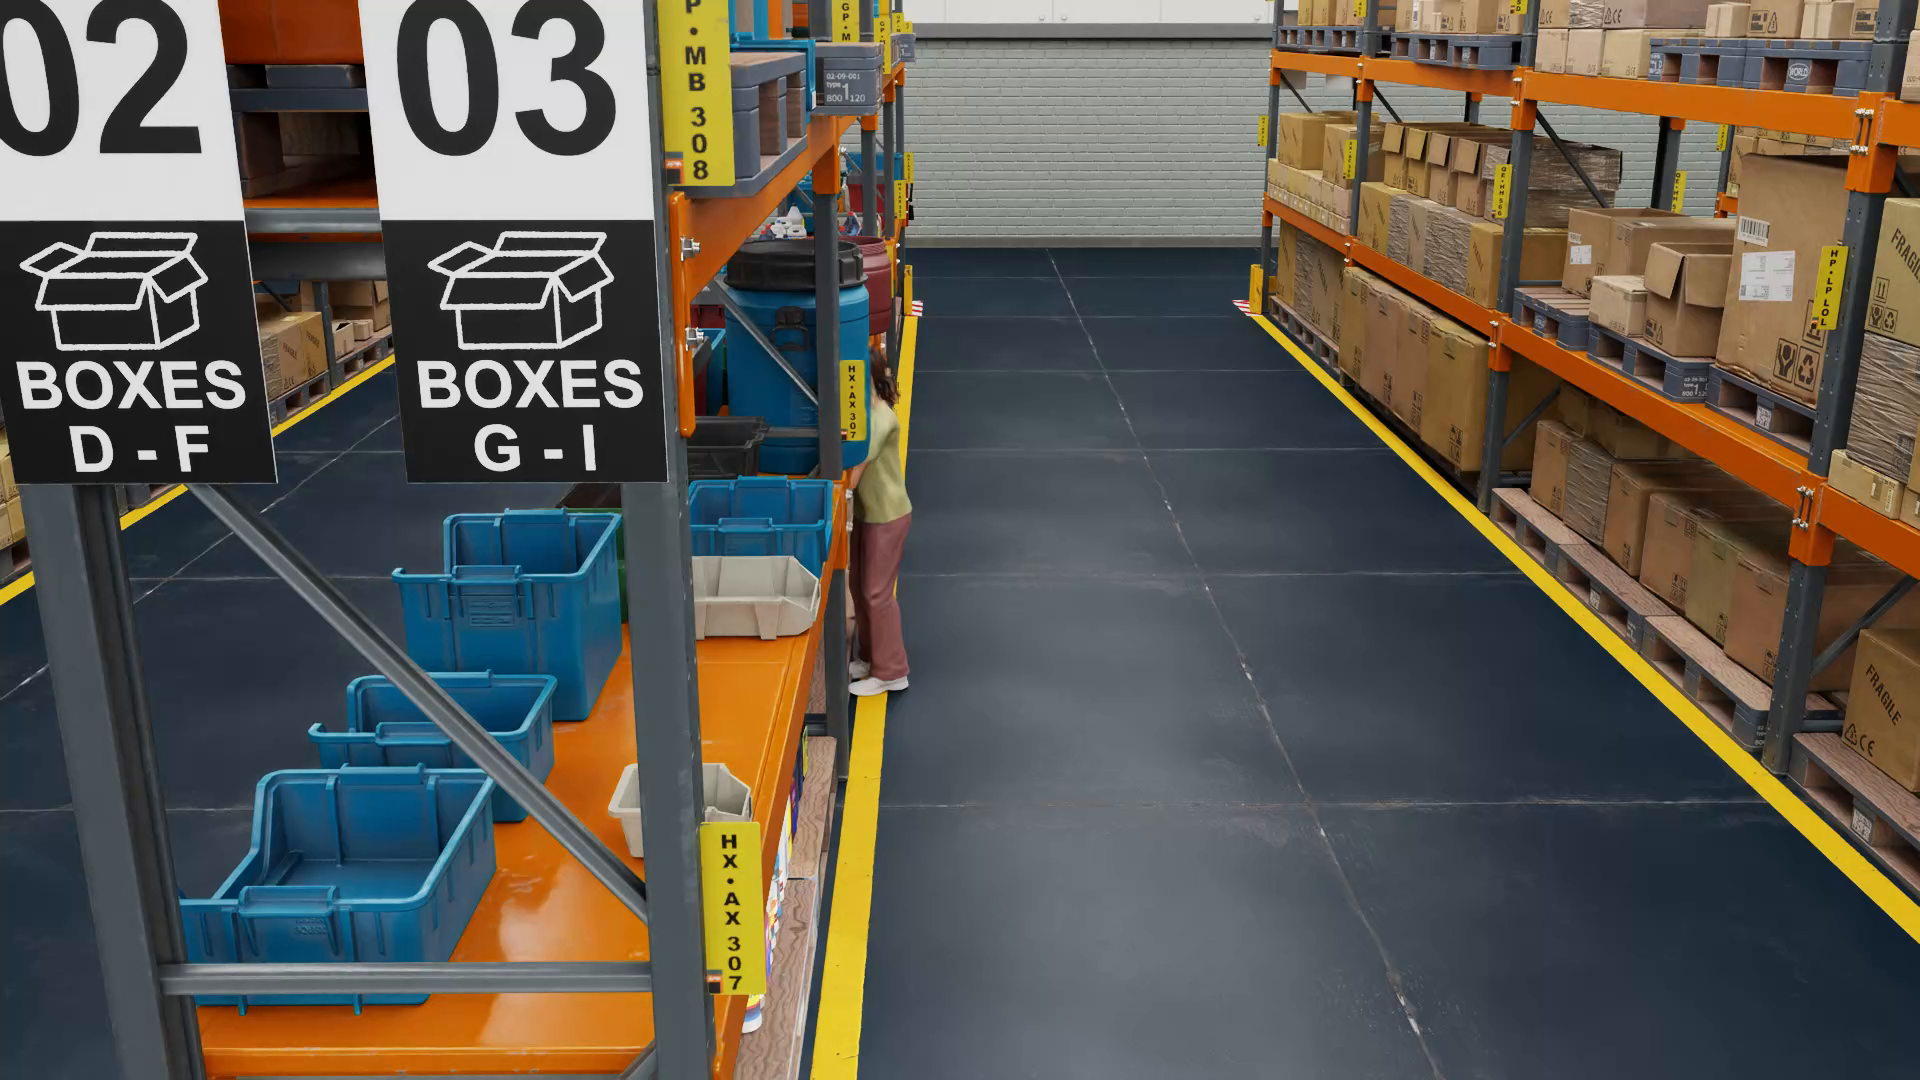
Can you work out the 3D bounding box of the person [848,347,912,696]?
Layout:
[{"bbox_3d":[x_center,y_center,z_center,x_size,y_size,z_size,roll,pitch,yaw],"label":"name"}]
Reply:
[{"bbox_3d":[-0.496,-0.085,7.849,0.530,1.665,0.409,-5,18,-17],"label":"person"}]
